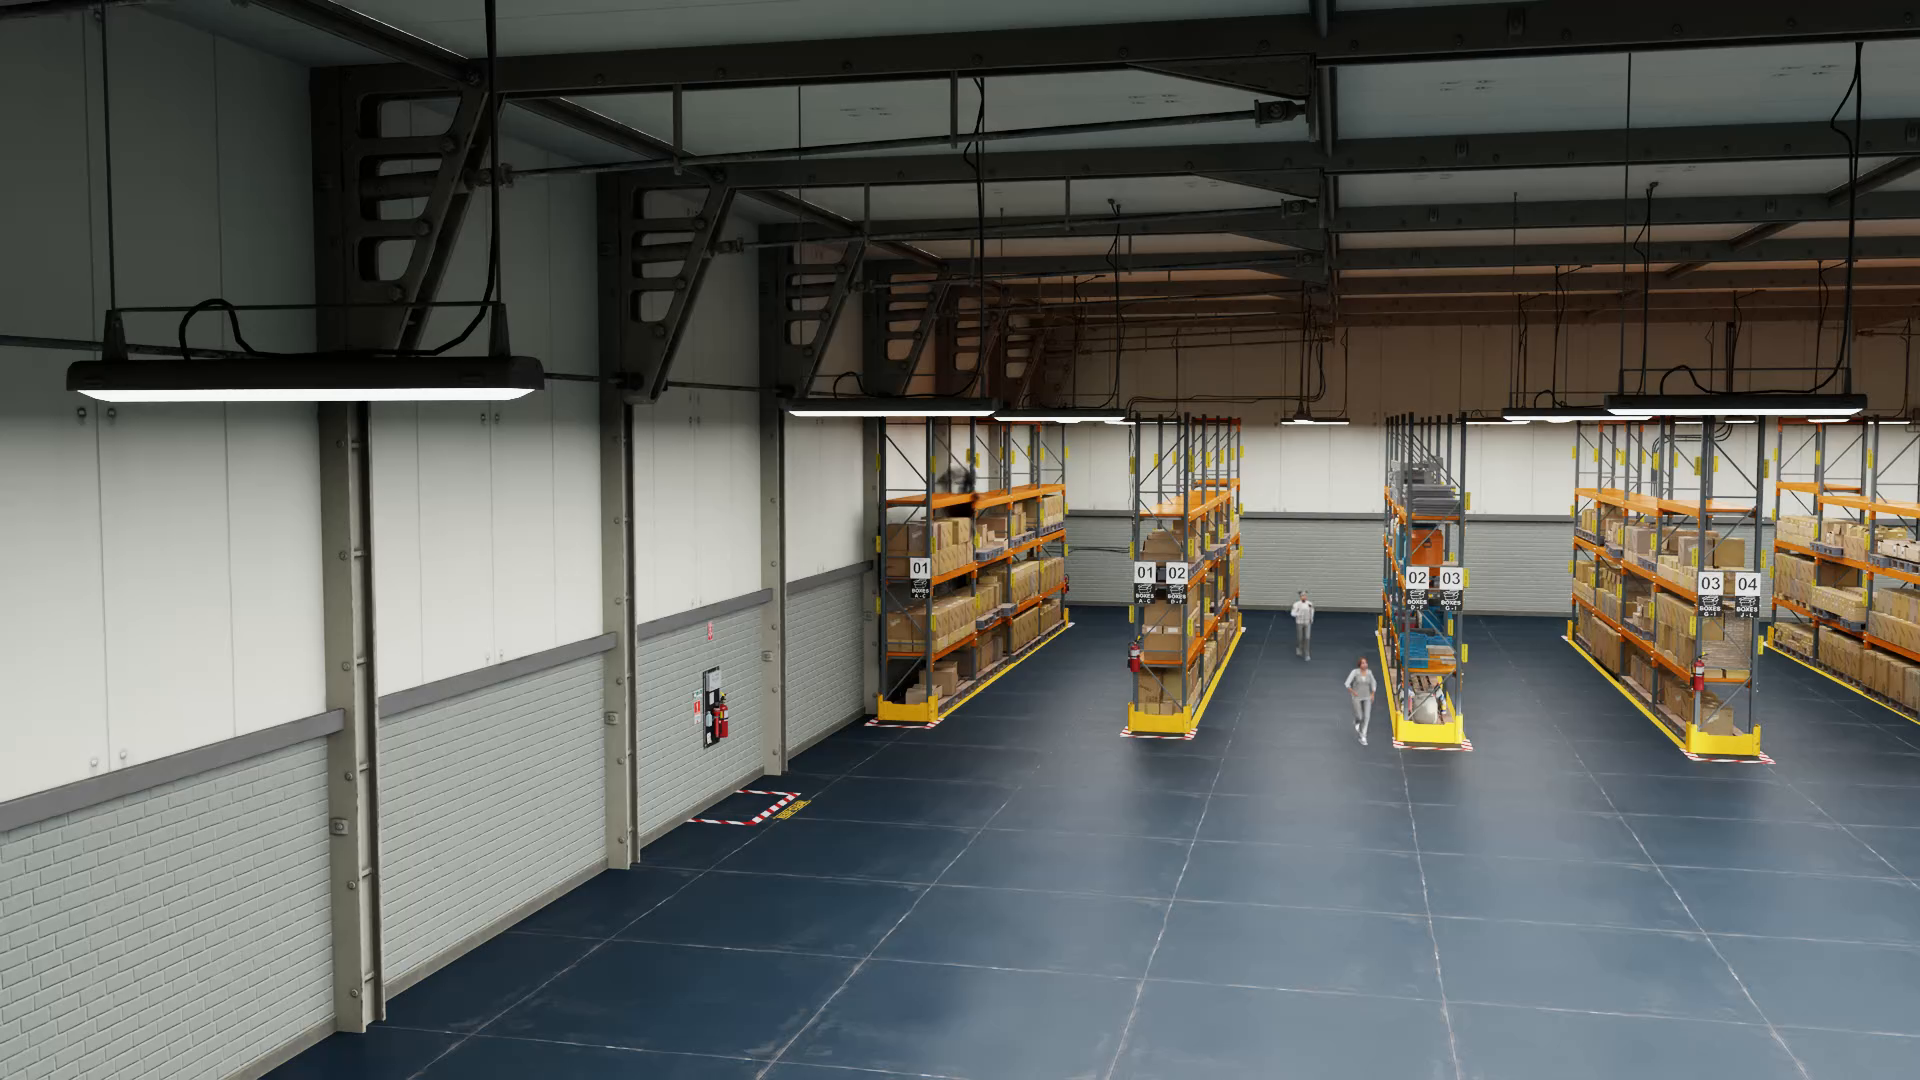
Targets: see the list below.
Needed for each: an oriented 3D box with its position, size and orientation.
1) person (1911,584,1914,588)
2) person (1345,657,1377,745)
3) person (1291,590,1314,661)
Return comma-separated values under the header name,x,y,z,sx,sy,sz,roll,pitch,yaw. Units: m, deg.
name,x,y,z,sx,sy,sz,roll,pitch,yaw
person,25.358,1.937,44.151,0.731,1.579,0.500,1,4,12
person,7.304,2.952,30.290,0.575,1.484,0.578,0,4,1
person,8.470,2.081,41.018,0.612,1.702,0.919,0,4,0
